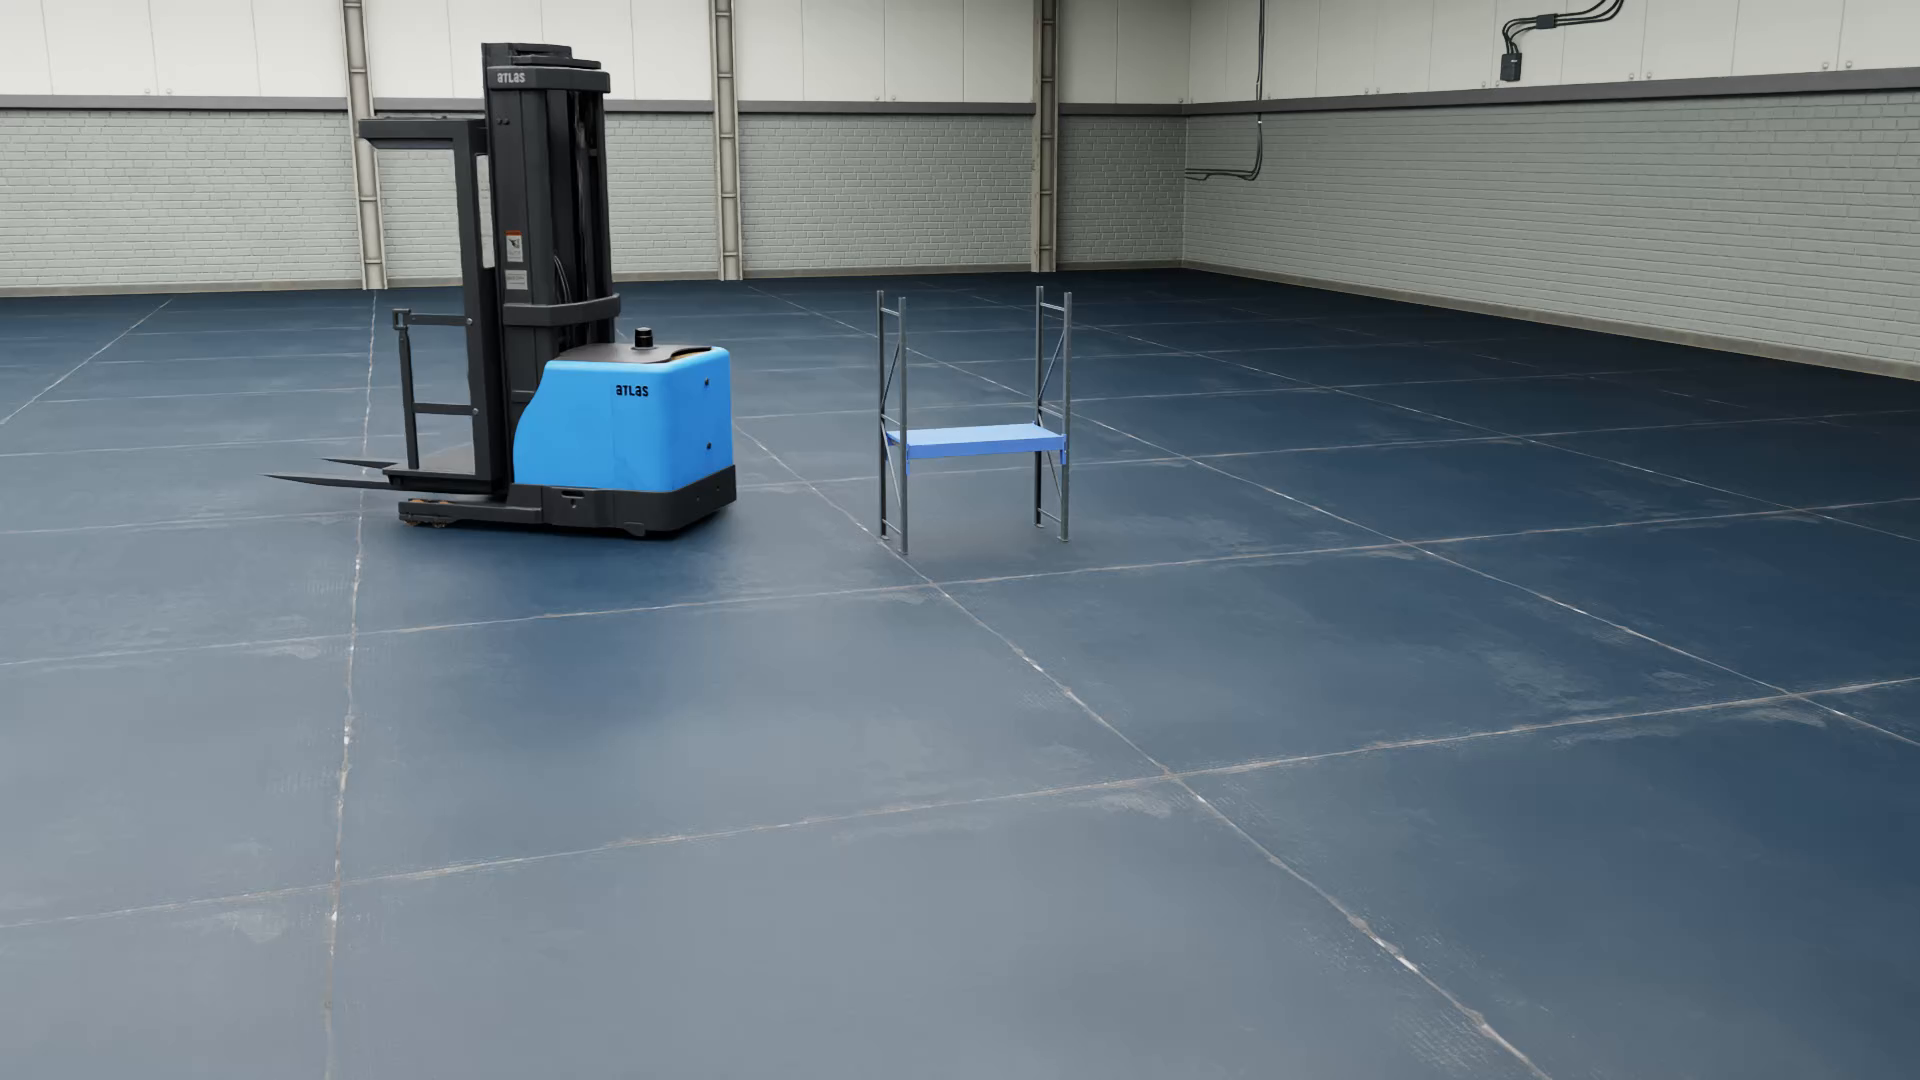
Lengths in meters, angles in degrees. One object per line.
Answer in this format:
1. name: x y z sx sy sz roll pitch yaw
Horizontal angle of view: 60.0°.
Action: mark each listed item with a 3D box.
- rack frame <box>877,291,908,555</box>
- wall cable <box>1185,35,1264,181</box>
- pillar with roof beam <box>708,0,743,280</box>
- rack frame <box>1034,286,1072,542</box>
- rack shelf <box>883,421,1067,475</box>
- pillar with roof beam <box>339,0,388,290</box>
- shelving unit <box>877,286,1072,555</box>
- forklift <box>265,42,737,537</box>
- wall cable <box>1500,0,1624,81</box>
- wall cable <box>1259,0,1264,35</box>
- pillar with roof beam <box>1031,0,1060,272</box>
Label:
1. rack frame: -0.401 -0.698 9.838 0.032 1.500 0.500 -4 14 -18
2. wall cable: 4.796 -7.892 30.586 0.112 2.526 3.097 -4 14 -18
3. pillar with roof beam: -2.731 -8.088 24.700 0.400 9.000 9.100 -4 14 -18
4. rack frame: 0.563 -0.773 10.153 0.032 1.500 0.500 -4 14 -18
5. rack shelf: 0.081 -0.561 10.037 1.000 0.185 0.538 -4 14 -18
6. pillar with roof beam: -8.418 -7.645 22.839 0.400 9.000 9.100 -4 14 -18
7. shelving unit: 0.081 -0.736 9.996 1.048 1.500 0.538 -4 14 -18
8. forklift: -3.046 -1.616 10.604 3.031 2.935 1.130 4 14 15
9. wall cable: 7.809 -8.974 21.075 0.169 6.003 2.305 -4 14 -18
10. wall cable: 5.659 -9.756 27.507 0.112 2.526 3.097 -4 14 -18
11. pillar with roof beam: 2.956 -8.531 26.562 0.400 9.000 9.100 -4 14 -18
